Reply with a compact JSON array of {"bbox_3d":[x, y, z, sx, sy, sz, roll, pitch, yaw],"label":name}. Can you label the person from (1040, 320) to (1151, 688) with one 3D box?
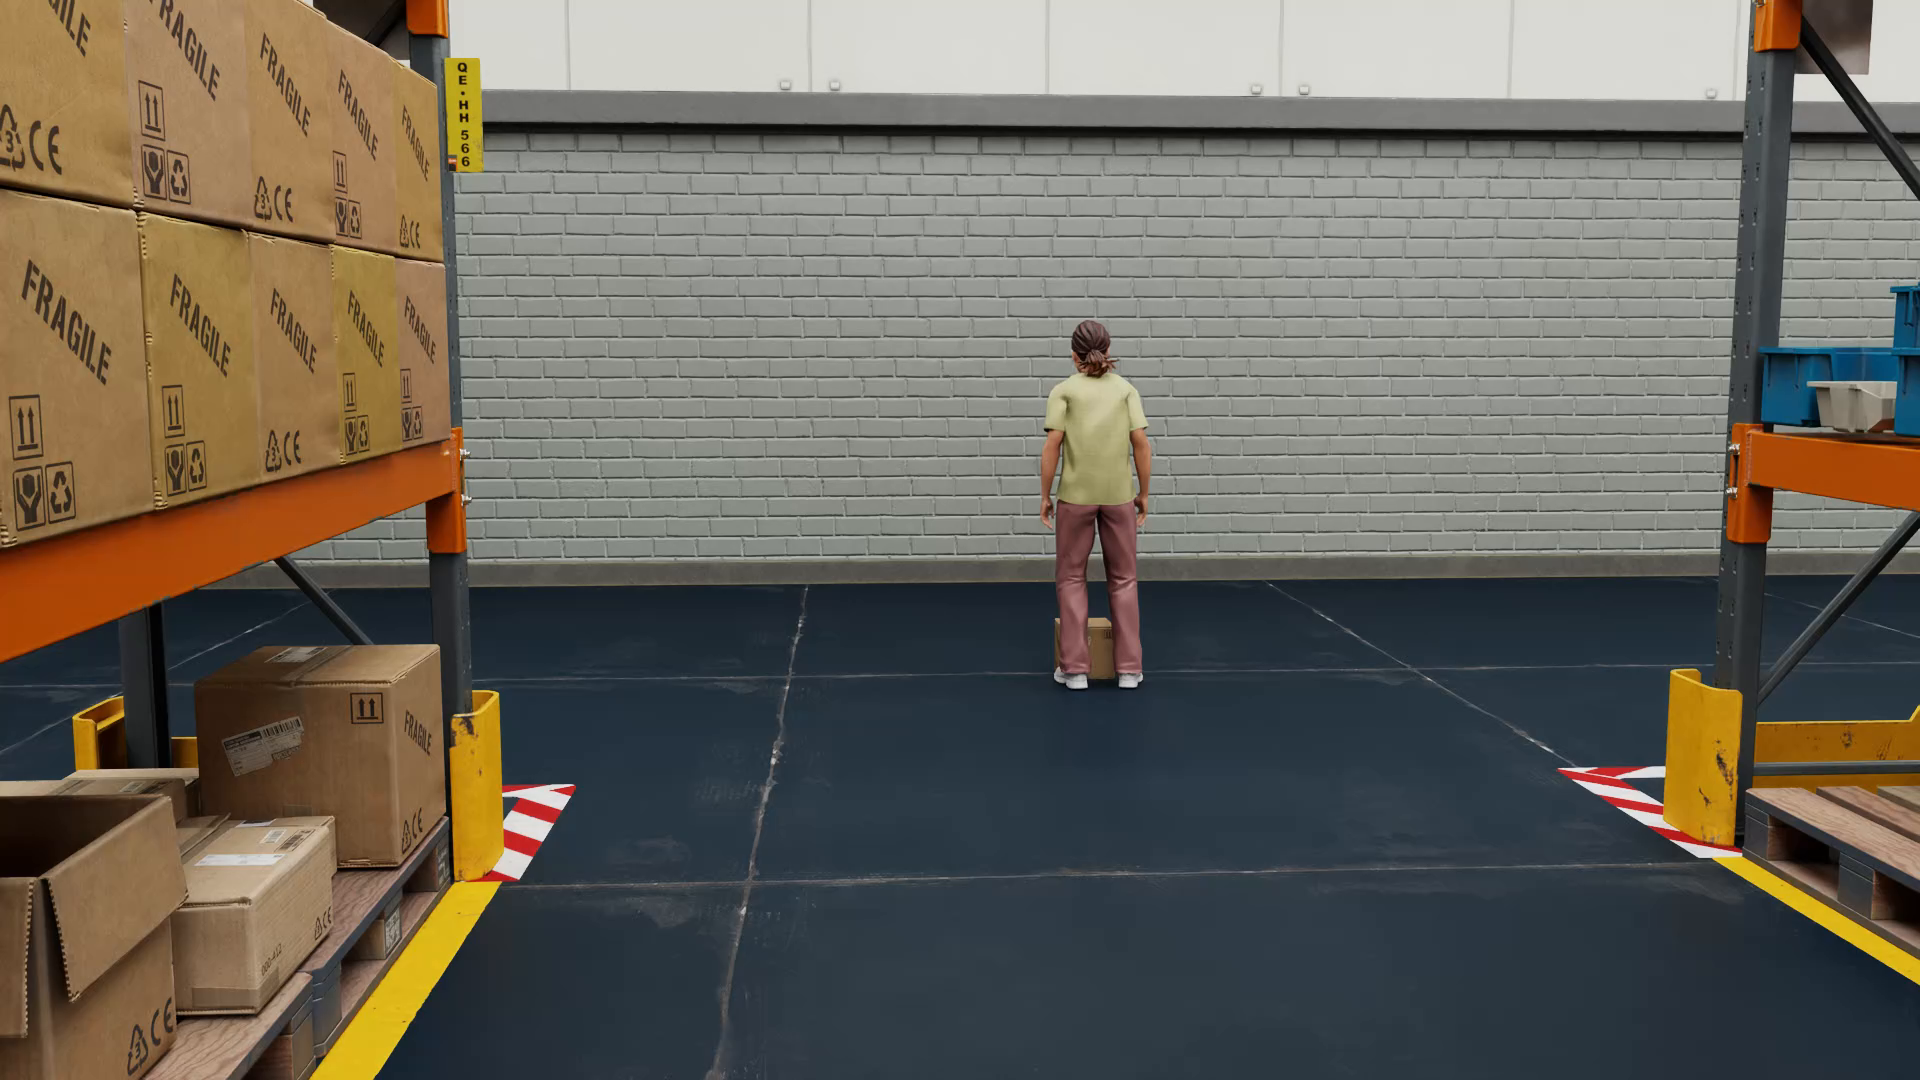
[{"bbox_3d":[0.612,-0.161,7.579,0.508,1.672,0.353,-1,7,-5],"label":"person"}]
